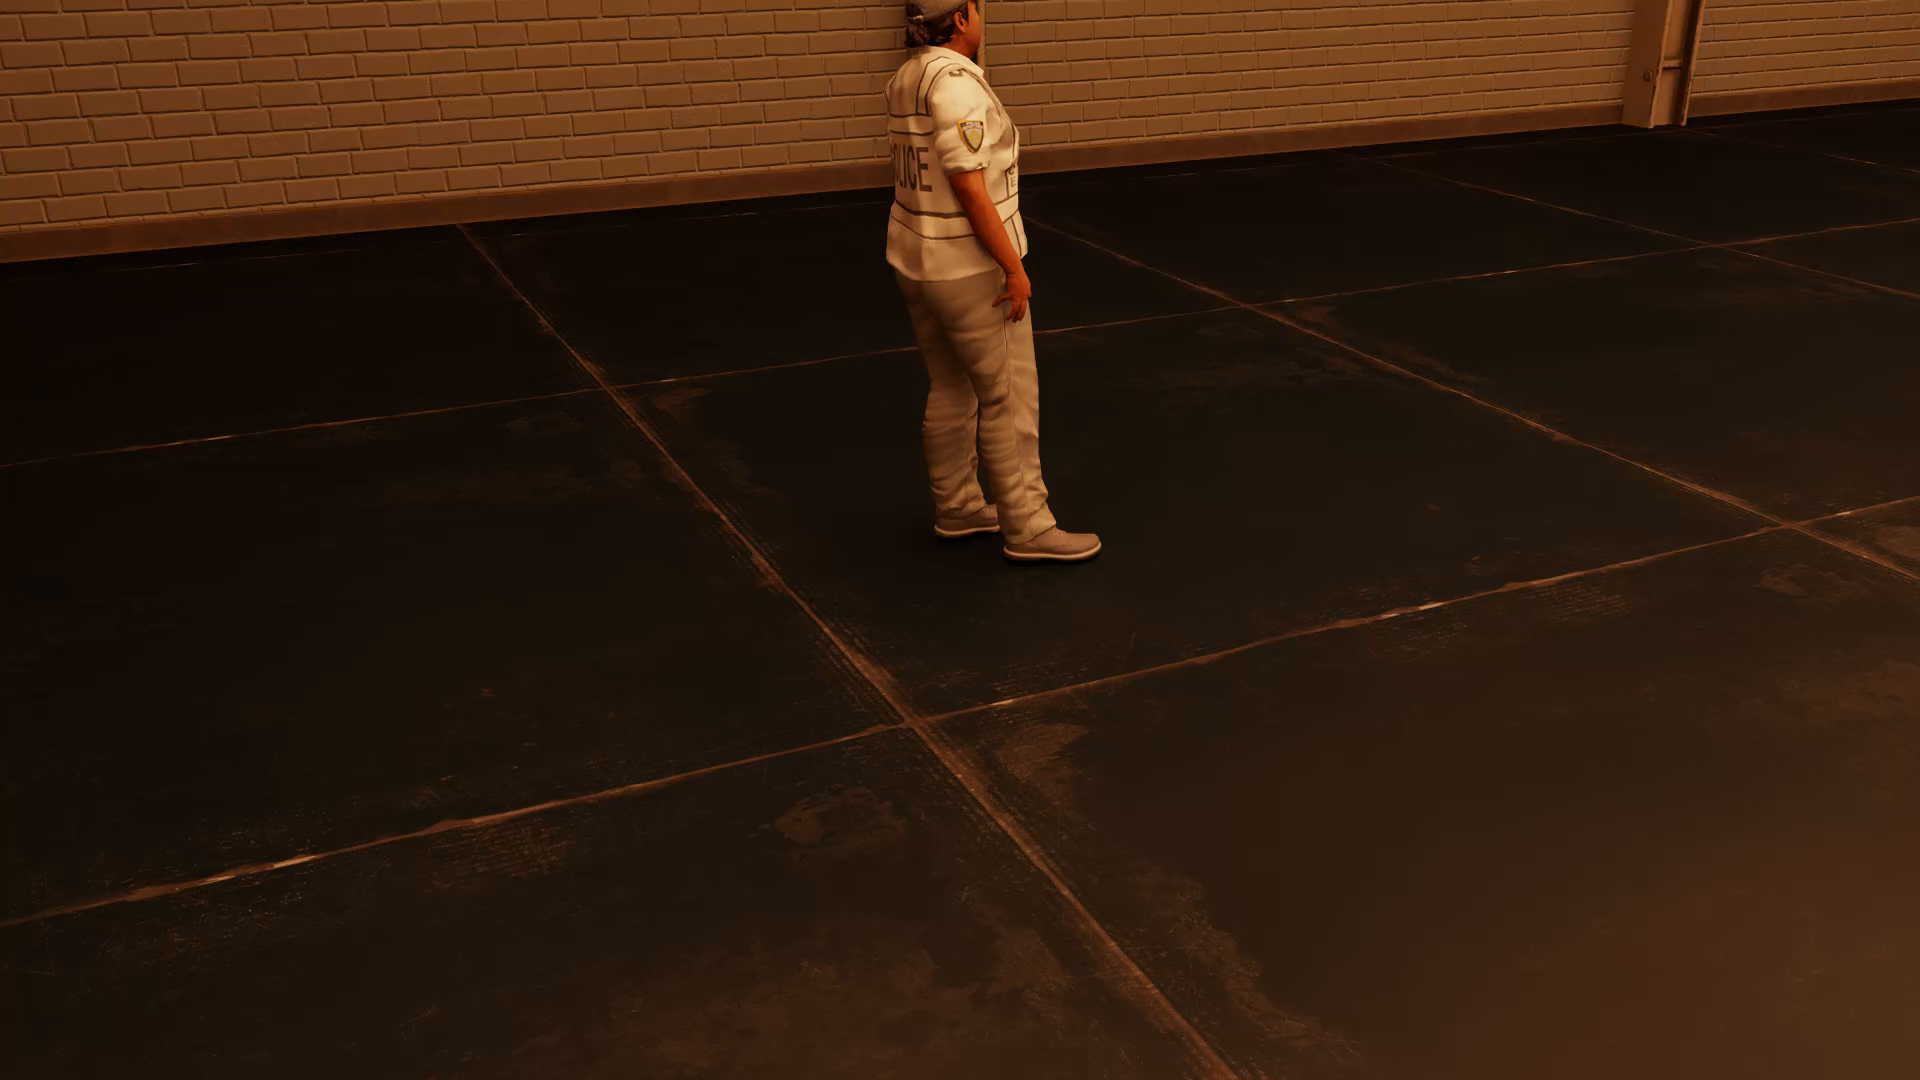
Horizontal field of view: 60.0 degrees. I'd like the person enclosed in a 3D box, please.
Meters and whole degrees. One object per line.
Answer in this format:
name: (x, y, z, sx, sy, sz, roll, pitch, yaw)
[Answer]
person: (0.079, -0.782, 4.795, 0.529, 1.670, 0.598, -10, 25, -23)
